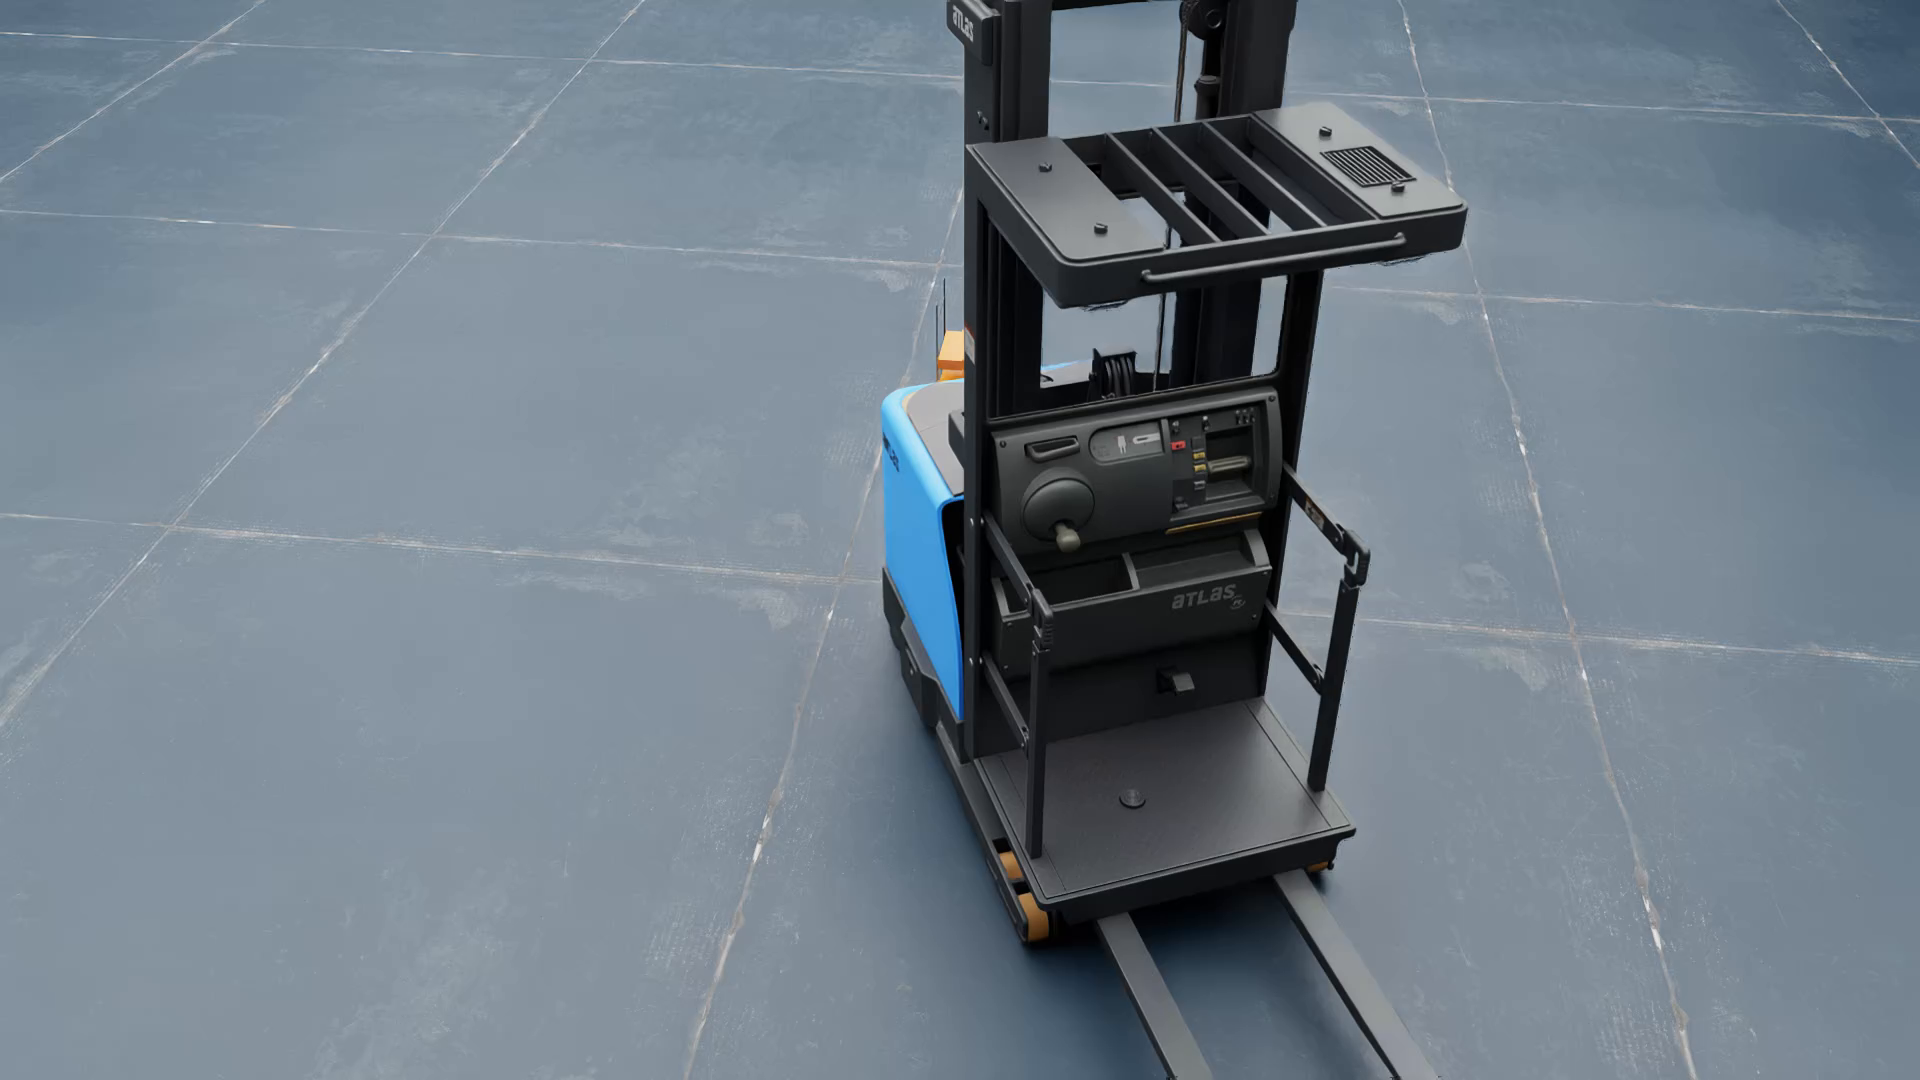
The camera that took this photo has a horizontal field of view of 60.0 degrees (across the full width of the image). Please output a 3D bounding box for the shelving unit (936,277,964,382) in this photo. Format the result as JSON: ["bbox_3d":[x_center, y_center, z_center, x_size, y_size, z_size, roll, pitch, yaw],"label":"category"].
[{"bbox_3d":[0.014,-0.487,6.900,0.189,1.200,0.258,4,36,6],"label":"shelving unit"}]

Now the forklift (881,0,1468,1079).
[{"bbox_3d":[0.622,-0.146,4.932,1.130,2.935,3.031,-10,37,-14],"label":"forklift"}]

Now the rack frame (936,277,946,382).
[{"bbox_3d":[-0.076,-0.494,6.909,0.006,1.200,0.240,4,36,6],"label":"rack frame"}]

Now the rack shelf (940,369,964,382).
[{"bbox_3d":[0.014,-0.646,6.786,0.180,0.103,0.258,4,36,6],"label":"rack shelf"}]

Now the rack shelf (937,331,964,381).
[{"bbox_3d":[0.014,-0.744,6.717,0.180,0.103,0.258,4,36,6],"label":"rack shelf"}]
